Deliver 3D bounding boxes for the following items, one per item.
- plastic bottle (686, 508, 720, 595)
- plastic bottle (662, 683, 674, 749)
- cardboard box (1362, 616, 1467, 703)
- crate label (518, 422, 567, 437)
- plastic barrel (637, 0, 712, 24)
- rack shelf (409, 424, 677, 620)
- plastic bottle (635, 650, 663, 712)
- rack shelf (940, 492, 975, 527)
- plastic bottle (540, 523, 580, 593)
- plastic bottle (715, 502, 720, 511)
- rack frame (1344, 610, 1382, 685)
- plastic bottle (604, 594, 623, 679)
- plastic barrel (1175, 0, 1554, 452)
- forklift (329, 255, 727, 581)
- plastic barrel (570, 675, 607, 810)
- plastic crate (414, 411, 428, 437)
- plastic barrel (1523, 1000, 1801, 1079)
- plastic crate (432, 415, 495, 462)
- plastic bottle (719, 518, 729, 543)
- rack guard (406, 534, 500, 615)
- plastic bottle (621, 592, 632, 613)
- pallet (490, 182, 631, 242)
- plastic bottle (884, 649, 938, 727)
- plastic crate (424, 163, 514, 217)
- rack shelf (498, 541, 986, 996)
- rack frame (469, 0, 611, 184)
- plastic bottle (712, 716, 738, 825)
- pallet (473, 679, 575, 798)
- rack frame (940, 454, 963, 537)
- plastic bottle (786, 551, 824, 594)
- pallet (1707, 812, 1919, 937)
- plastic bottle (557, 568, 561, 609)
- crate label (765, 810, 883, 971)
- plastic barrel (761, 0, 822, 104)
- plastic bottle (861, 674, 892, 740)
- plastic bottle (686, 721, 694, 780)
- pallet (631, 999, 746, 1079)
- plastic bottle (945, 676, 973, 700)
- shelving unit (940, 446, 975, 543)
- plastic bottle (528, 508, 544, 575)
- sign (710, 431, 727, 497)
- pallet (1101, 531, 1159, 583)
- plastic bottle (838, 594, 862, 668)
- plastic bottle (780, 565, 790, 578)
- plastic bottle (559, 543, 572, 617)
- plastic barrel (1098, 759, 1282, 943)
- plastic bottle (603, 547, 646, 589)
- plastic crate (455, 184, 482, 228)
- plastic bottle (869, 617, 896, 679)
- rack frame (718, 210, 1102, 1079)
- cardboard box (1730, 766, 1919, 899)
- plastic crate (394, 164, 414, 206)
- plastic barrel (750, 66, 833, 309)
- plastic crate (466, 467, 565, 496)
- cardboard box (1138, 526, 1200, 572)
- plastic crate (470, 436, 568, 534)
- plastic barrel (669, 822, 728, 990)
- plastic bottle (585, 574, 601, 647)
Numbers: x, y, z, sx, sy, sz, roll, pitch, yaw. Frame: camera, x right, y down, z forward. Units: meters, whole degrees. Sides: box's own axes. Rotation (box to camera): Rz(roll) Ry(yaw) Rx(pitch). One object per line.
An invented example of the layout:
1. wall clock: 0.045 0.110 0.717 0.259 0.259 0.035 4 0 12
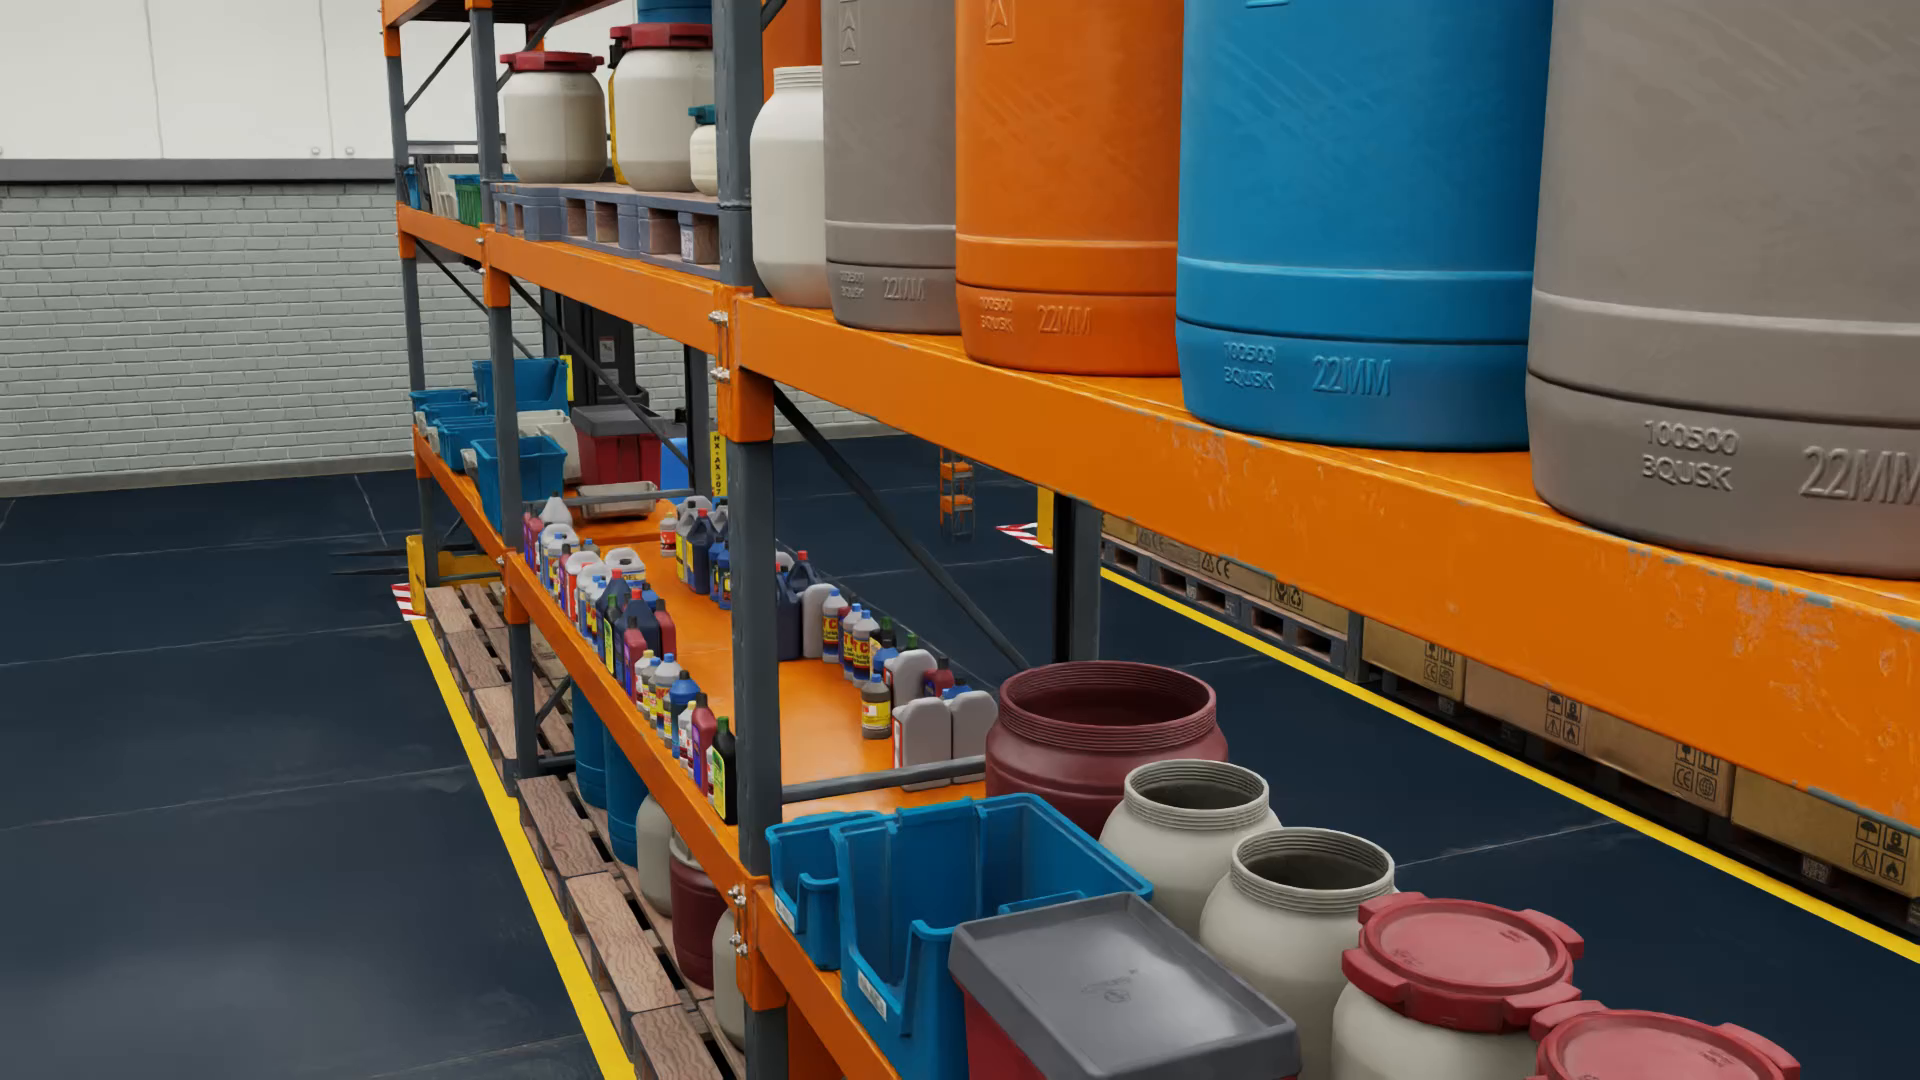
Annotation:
1. plastic bottle: -1.092 0.044 7.137 0.144 0.351 0.185 -6 14 -23
2. plastic bottle: -0.892 0.553 5.269 0.097 0.201 0.097 0 13 0
3. cardboard box: 3.111 0.322 9.607 1.225 0.875 0.875 -6 14 -23
4. crate label: -2.575 -0.650 10.479 0.396 0.136 0.243 -6 14 -23
5. plastic barrel: -0.879 -1.763 6.140 0.600 0.901 0.708 -6 14 -23
6. rack shelf: -2.504 -0.254 9.912 1.077 0.370 4.000 -6 14 -23
7. plastic bottle: -1.048 0.472 5.617 0.097 0.201 0.097 0 13 0
8. rack shelf: -0.021 -0.241 13.864 0.215 0.259 0.240 -6 14 -23
9. plastic bottle: -1.719 0.074 7.171 0.152 0.276 0.135 -6 14 -23
10. plastic bottle: -1.114 -0.039 7.645 0.061 0.283 0.133 -6 14 -23
11. rack frame: 2.836 -0.639 9.979 1.000 3.000 0.127 -6 14 -23
12. plastic bottle: -1.238 0.345 5.987 0.061 0.283 0.133 -6 14 -23
13. plastic barrel: 0.576 -0.600 2.047 0.600 0.901 0.708 -6 14 -23
14. forklift: -3.191 -1.161 12.385 3.031 2.935 1.130 -5 14 -20
15. plastic barrel: -1.500 0.740 7.743 0.600 0.901 0.708 -6 14 -23
16. plastic crate: -3.455 -0.764 10.972 0.250 0.136 0.298 -6 14 -23
17. plastic barrel: 1.026 1.026 2.484 0.433 0.535 0.433 0 13 0
18. plastic crate: -2.980 -0.613 10.104 0.416 0.233 0.300 -6 14 -23
19. plastic bottle: -0.960 0.031 7.194 0.144 0.351 0.185 -6 14 -23
20. rack guard: -3.326 0.196 11.915 1.175 0.500 0.348 -6 14 -23
21. plastic bottle: -1.183 0.339 6.011 0.061 0.283 0.133 -6 14 -23
22. pallet: -1.299 -1.408 7.067 1.213 0.211 1.003 -6 14 -23
23. plastic bottle: -0.163 0.481 5.415 0.152 0.276 0.135 -6 14 -23
24. plastic crate: -2.700 -1.936 9.193 0.437 0.282 0.530 -6 14 -23
25. rack shelf: -0.901 0.572 6.342 1.077 0.370 4.000 -6 14 -23
26. rack frame: -1.702 -3.114 7.369 1.000 3.000 0.127 -6 14 -23
27. plastic bottle: -0.653 0.646 4.683 0.061 0.283 0.133 -6 14 -23
28. pallet: -2.032 1.018 9.001 1.003 0.211 1.213 -6 14 -23
29. rack frame: -0.070 -0.548 13.908 0.200 1.050 0.008 -6 14 -23
30. plastic bottle: -0.593 0.220 6.375 0.144 0.351 0.185 -6 14 -23
31. pallet: 4.191 1.376 7.456 1.003 0.211 1.213 -6 14 -23
32. plastic bottle: -1.620 0.177 6.892 0.097 0.201 0.097 0 13 0
33. crate label: -0.275 0.837 3.972 0.303 0.233 0.416 -6 14 -23
34. plastic barrel: -0.325 -1.358 4.549 0.600 0.830 0.708 -6 14 -23
35. plastic bottle: -0.269 0.532 5.358 0.097 0.201 0.097 0 13 0
36. plastic bottle: -0.775 0.613 5.008 0.097 0.201 0.097 0 13 0
37. pallet: -0.454 1.834 5.477 1.003 0.211 1.213 -6 14 -23
38. plastic bottle: 0.001 0.552 5.116 0.097 0.271 0.097 0 13 0
39. shelving unit: -0.021 -0.523 13.799 0.215 1.050 0.252 -6 14 -23
40. plastic bottle: -1.893 0.007 7.446 0.061 0.283 0.133 -6 14 -23
41. sign: -1.198 -0.376 8.228 0.100 0.325 0.005 -6 14 -23
42. pallet: 1.626 0.051 13.181 1.003 0.211 1.213 -6 14 -23
43. plastic bottle: -0.398 0.330 6.050 0.061 0.283 0.133 -6 14 -23
44. plastic bottle: -0.684 0.233 6.496 0.097 0.271 0.097 0 13 0
45. plastic bottle: -1.591 0.163 6.772 0.061 0.283 0.133 -6 14 -23
46. plastic barrel: 0.508 0.773 3.628 0.421 0.512 0.421 0 13 0
47. plastic bottle: -1.356 0.176 6.731 0.152 0.276 0.135 -6 14 -23
48. plastic crate: -2.149 -1.610 7.992 0.450 0.188 0.662 -6 14 -23
49. plastic bottle: -0.267 0.398 5.757 0.061 0.283 0.133 -6 14 -23
50. rack frame: -0.100 0.635 4.475 1.000 3.000 0.127 -6 14 -23
51. cardboard box: 4.181 0.873 7.224 1.225 0.875 0.875 -6 14 -26
52. plastic crate: -3.406 -2.311 10.841 0.497 0.269 0.590 -6 14 -23
53. plastic barrel: -0.256 -0.789 3.727 0.421 0.512 0.421 0 13 0
54. plastic crate: -2.397 -0.294 8.964 0.437 0.125 0.590 -6 14 -23
55. cardboard box: 1.928 -0.322 12.389 0.875 0.875 0.875 -6 14 -23
56. plastic crate: -2.202 -0.279 8.325 0.392 0.384 0.575 -6 14 -23
57. plastic barrel: -0.764 1.272 6.138 0.600 0.588 0.708 -6 14 -23
58. plastic bottle: -1.381 0.267 6.351 0.097 0.271 0.097 0 13 0
